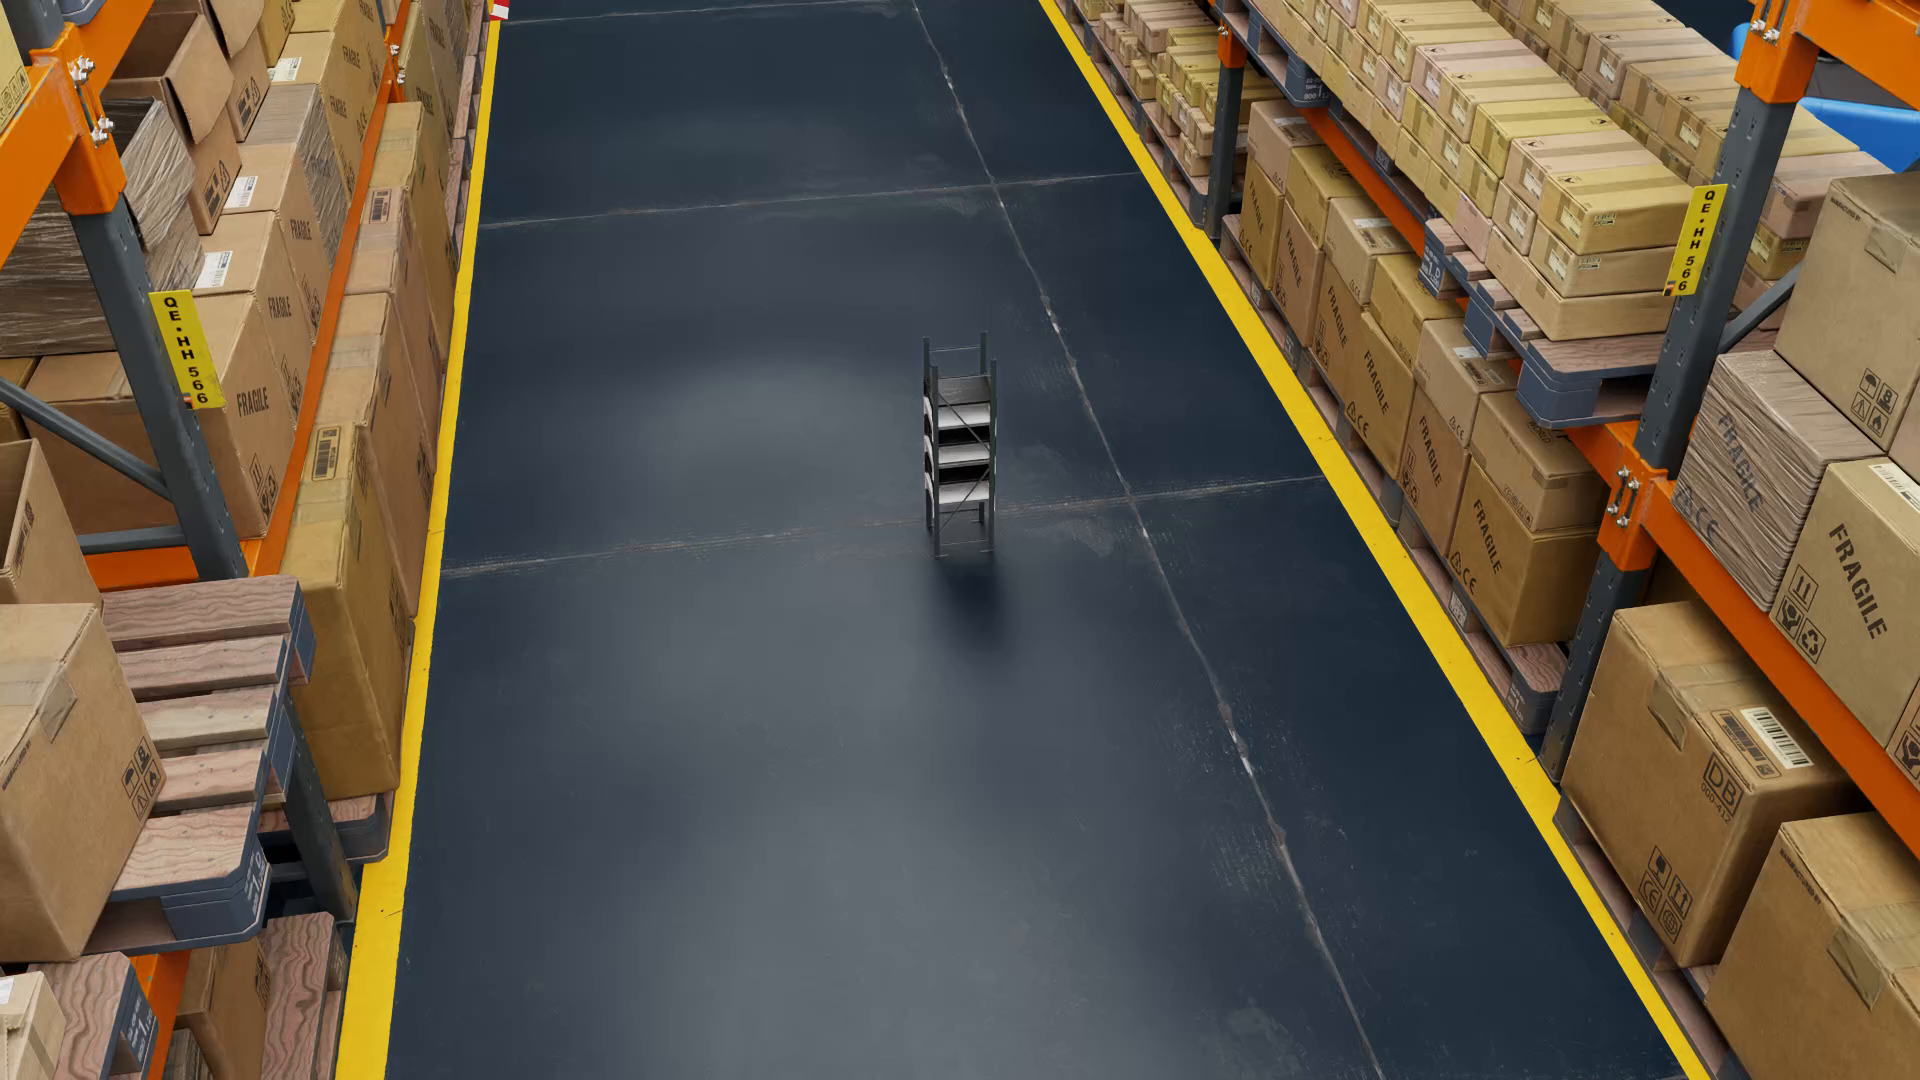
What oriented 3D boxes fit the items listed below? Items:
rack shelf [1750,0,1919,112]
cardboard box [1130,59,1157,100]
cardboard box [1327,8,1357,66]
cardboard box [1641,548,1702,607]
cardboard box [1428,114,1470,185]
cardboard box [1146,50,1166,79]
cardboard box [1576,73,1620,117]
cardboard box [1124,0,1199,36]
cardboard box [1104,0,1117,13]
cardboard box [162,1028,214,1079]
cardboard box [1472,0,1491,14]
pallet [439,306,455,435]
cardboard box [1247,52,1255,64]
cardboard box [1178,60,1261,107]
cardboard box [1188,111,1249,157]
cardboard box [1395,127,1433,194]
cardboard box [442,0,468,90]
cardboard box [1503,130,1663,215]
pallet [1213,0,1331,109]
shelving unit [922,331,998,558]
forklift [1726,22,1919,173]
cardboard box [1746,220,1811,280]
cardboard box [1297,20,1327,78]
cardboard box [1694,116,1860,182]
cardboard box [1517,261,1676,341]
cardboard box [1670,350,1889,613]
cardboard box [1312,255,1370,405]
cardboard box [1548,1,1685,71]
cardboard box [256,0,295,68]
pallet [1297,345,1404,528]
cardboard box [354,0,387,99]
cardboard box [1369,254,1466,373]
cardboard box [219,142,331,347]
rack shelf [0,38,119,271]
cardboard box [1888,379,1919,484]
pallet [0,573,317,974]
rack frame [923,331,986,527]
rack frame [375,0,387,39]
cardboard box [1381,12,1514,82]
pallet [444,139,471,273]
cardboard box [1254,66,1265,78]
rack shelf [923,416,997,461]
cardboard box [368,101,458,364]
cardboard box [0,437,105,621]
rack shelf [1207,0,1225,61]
[{"bbox_3d":[2.854,-0.130,2.614,1.077,0.370,4.000,-6,38,-8],"label":"rack shelf"},{"bbox_3d":[1.217,-2.719,9.787,0.380,0.149,0.250,-6,38,-8],"label":"cardboard box"},{"bbox_3d":[1.654,-1.959,6.446,0.380,0.149,0.250,-7,38,-9],"label":"cardboard box"},{"bbox_3d":[2.631,-0.071,6.092,0.500,0.500,0.500,-8,39,-10],"label":"cardboard box"},{"bbox_3d":[1.828,-1.342,5.653,0.380,0.149,0.250,-6,38,-8],"label":"cardboard box"},{"bbox_3d":[1.299,-2.803,9.652,0.380,0.149,0.250,-5,38,-7],"label":"cardboard box"},{"bbox_3d":[2.430,-1.563,5.937,0.380,0.149,0.250,-6,38,-8],"label":"cardboard box"},{"bbox_3d":[1.183,-3.096,9.786,0.380,0.149,0.250,-8,38,-10],"label":"cardboard box"},{"bbox_3d":[1.130,-3.350,10.599,0.380,0.149,0.250,-6,38,-8],"label":"cardboard box"},{"bbox_3d":[-2.150,1.584,3.945,0.700,0.500,0.500,-9,39,-12],"label":"cardboard box"},{"bbox_3d":[2.251,-2.188,6.741,0.380,0.149,0.250,-8,39,-10],"label":"cardboard box"},{"bbox_3d":[-2.889,-0.822,7.636,1.003,0.211,1.213,-6,38,-8],"label":"pallet"},{"bbox_3d":[1.795,-2.834,9.450,0.380,0.149,0.250,-7,38,-9],"label":"cardboard box"},{"bbox_3d":[1.400,-2.466,8.975,0.380,0.149,0.250,-6,38,-7],"label":"cardboard box"},{"bbox_3d":[1.434,-2.167,8.834,0.380,0.149,0.250,-6,38,-7],"label":"cardboard box"},{"bbox_3d":[1.789,-1.372,5.933,0.380,0.149,0.250,-8,39,-10],"label":"cardboard box"},{"bbox_3d":[-3.449,-3.197,9.809,0.875,0.875,0.875,-6,38,-8],"label":"cardboard box"},{"bbox_3d":[1.925,-1.138,5.147,0.380,0.149,0.250,-7,38,-9],"label":"cardboard box"},{"bbox_3d":[1.793,-2.301,7.423,1.003,0.211,1.213,-6,38,-8],"label":"pallet"},{"bbox_3d":[-0.001,-0.360,6.480,0.258,0.900,0.210,-6,38,-8],"label":"shelving unit"},{"bbox_3d":[5.168,-2.357,7.395,3.031,2.935,1.130,12,39,15],"label":"forklift"},{"bbox_3d":[2.617,-0.935,5.129,0.380,0.149,0.250,-5,38,-6],"label":"cardboard box"},{"bbox_3d":[1.601,-2.009,6.754,0.380,0.149,0.250,-8,39,-10],"label":"cardboard box"},{"bbox_3d":[2.564,-1.201,5.229,0.380,0.149,0.250,-7,38,-9],"label":"cardboard box"},{"bbox_3d":[1.965,-0.753,5.137,0.380,0.149,0.250,-6,38,-7],"label":"cardboard box"},{"bbox_3d":[2.317,-0.177,4.452,0.500,0.500,0.500,-6,38,-7],"label":"cardboard box"},{"bbox_3d":[1.870,-0.923,7.189,0.500,0.500,0.500,-6,38,-7],"label":"cardboard box"},{"bbox_3d":[2.381,-1.833,6.042,0.380,0.149,0.250,-5,38,-7],"label":"cardboard box"},{"bbox_3d":[-2.869,-2.016,6.001,0.797,0.503,0.637,-6,38,-7],"label":"cardboard box"},{"bbox_3d":[2.158,-0.544,7.278,1.003,0.211,1.213,-6,38,-8],"label":"pallet"},{"bbox_3d":[-2.748,-2.168,7.014,0.500,0.500,0.500,-6,38,-8],"label":"cardboard box"},{"bbox_3d":[1.953,-0.910,6.560,0.500,0.250,0.500,-5,38,-7],"label":"cardboard box"},{"bbox_3d":[-2.400,-0.948,5.444,0.500,0.500,0.500,-7,38,-9],"label":"cardboard box"},{"bbox_3d":[-2.047,0.342,2.006,1.077,0.370,4.000,-6,38,-8],"label":"rack shelf"},{"bbox_3d":[2.663,-0.295,3.788,0.700,0.500,0.500,-7,38,-9],"label":"cardboard box"},{"bbox_3d":[-2.167,0.529,3.780,1.213,0.211,1.003,-6,38,-8],"label":"pallet"},{"bbox_3d":[-0.019,-0.422,6.559,0.240,0.900,0.006,-6,38,-8],"label":"rack frame"},{"bbox_3d":[-3.098,-2.381,7.370,1.000,3.000,0.127,-6,38,-8],"label":"rack frame"},{"bbox_3d":[1.742,-1.767,5.958,0.380,0.149,0.250,-4,38,-6],"label":"cardboard box"},{"bbox_3d":[-3.155,-1.748,8.828,1.003,0.211,1.213,-6,38,-8],"label":"pallet"},{"bbox_3d":[1.843,-2.551,9.328,0.380,0.149,0.250,-6,38,-8],"label":"cardboard box"},{"bbox_3d":[-0.001,-0.405,6.445,0.258,0.077,0.200,-6,38,-8],"label":"rack shelf"},{"bbox_3d":[-2.967,-1.324,7.399,1.225,0.875,0.875,-6,38,-8],"label":"cardboard box"},{"bbox_3d":[-2.263,0.151,3.687,0.500,0.500,0.500,-11,39,-14],"label":"cardboard box"},{"bbox_3d":[1.452,-3.778,9.754,1.077,0.370,4.000,-6,38,-8],"label":"rack shelf"}]
